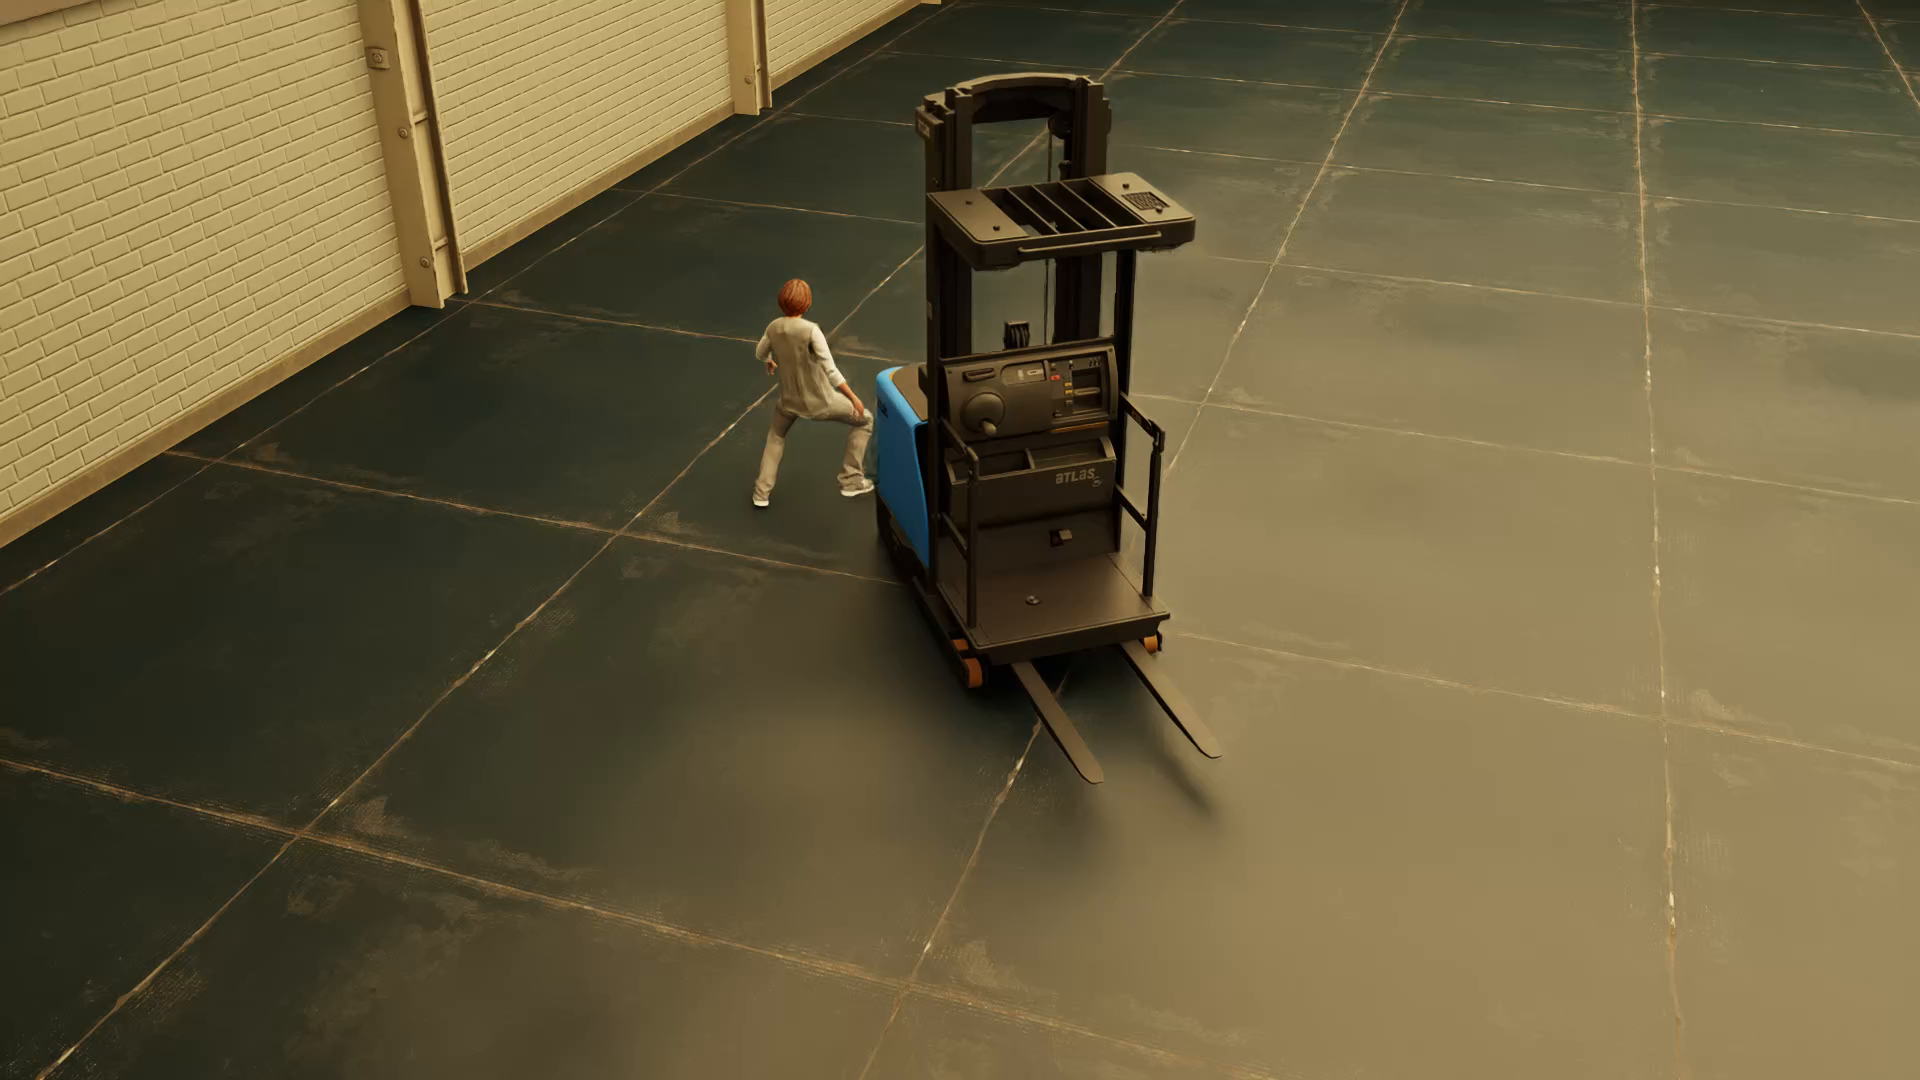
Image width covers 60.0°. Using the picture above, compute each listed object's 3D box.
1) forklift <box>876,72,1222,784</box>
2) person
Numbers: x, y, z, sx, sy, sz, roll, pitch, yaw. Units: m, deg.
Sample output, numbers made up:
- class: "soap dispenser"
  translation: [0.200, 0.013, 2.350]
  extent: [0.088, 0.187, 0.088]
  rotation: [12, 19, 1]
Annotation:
- class: "forklift"
  translation: [0.444, -0.719, 8.397]
  extent: [1.130, 2.935, 3.031]
  rotation: [-9, 31, -16]
- class: "person"
  translation: [-0.964, -0.904, 10.231]
  extent: [0.814, 1.473, 0.618]
  rotation: [17, 34, 27]
